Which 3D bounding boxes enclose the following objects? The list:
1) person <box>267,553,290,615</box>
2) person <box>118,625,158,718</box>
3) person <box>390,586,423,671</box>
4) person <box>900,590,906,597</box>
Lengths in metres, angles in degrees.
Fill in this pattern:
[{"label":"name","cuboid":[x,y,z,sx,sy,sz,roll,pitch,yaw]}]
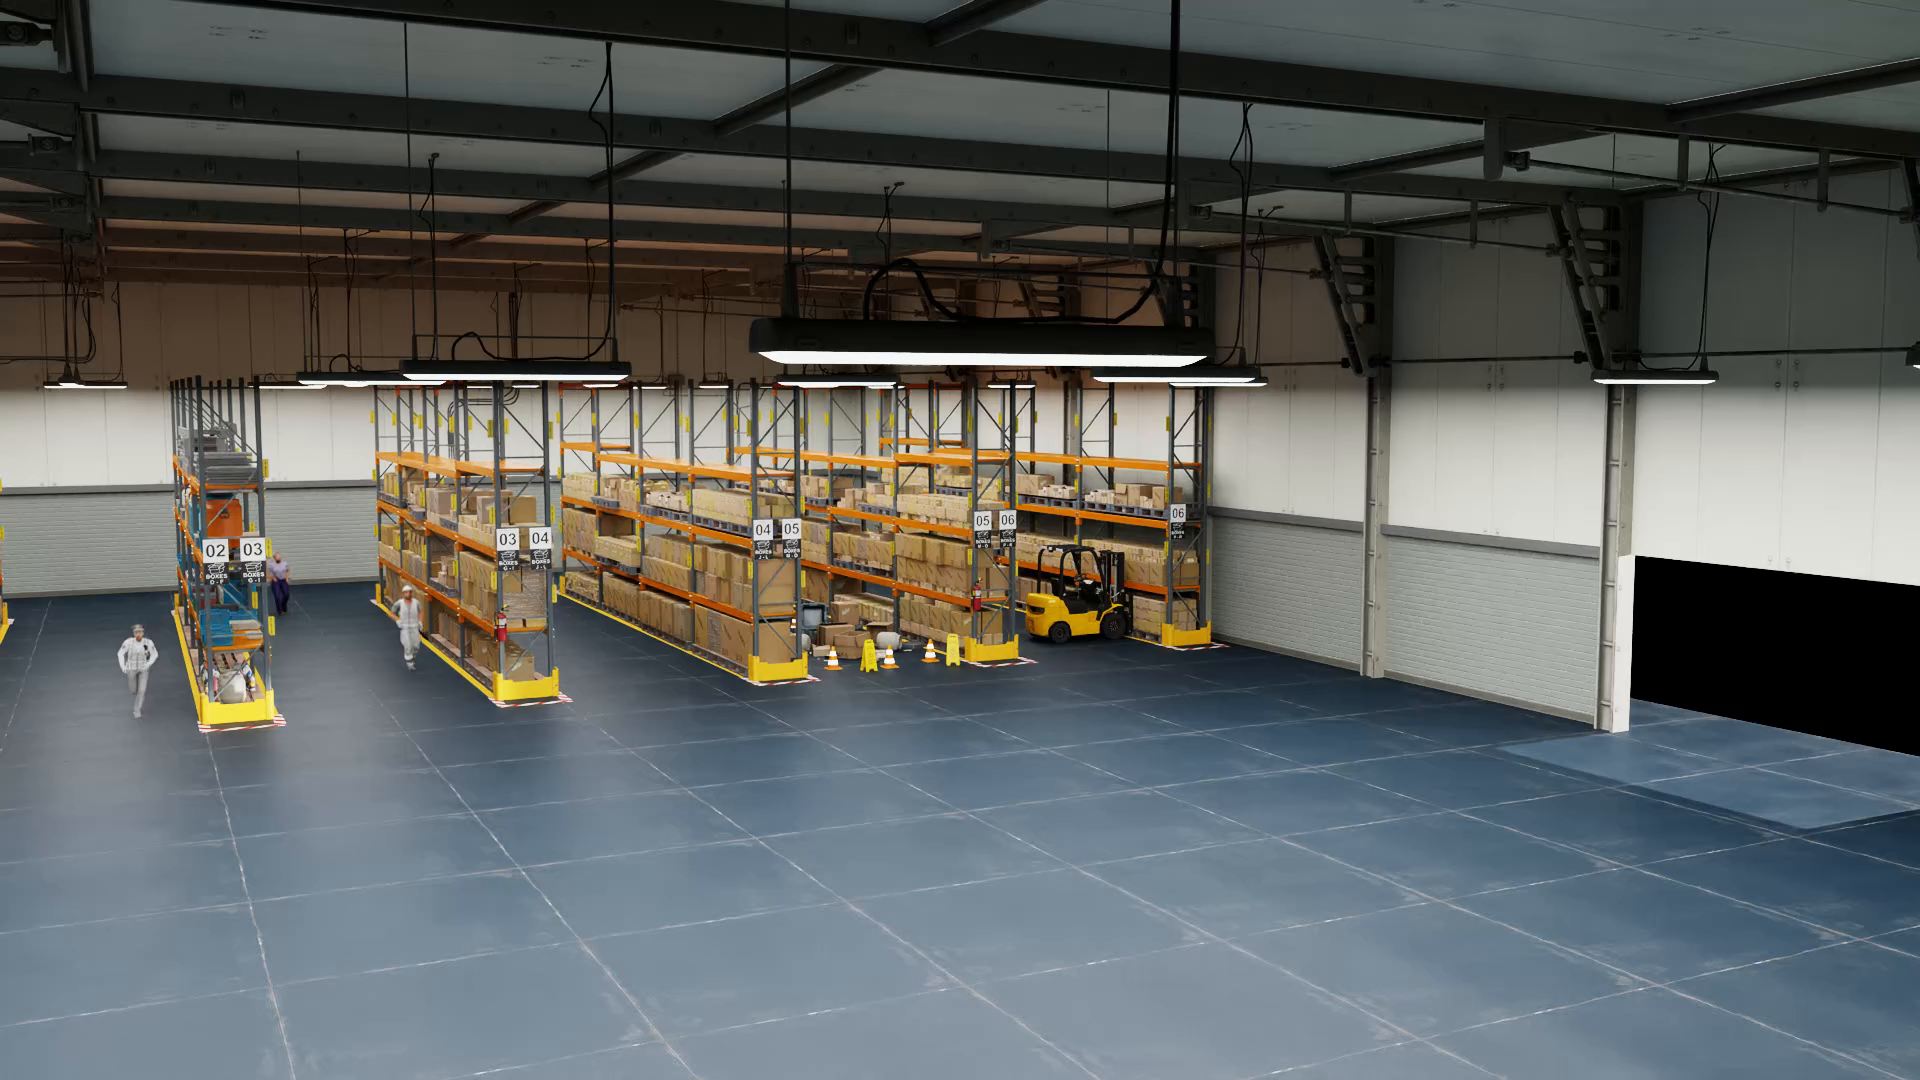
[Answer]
[{"label":"person","cuboid":[-17.483,1.129,42.691,0.609,1.615,0.540,-3,6,-34]},{"label":"person","cuboid":[-14.604,2.300,29.575,0.641,1.662,0.695,-2,5,-21]},{"label":"person","cuboid":[-11.375,1.808,34.236,0.663,1.745,0.597,-3,6,-27]},{"label":"person","cuboid":[-1.301,0.972,43.601,0.580,1.560,0.907,-3,6,-32]}]
